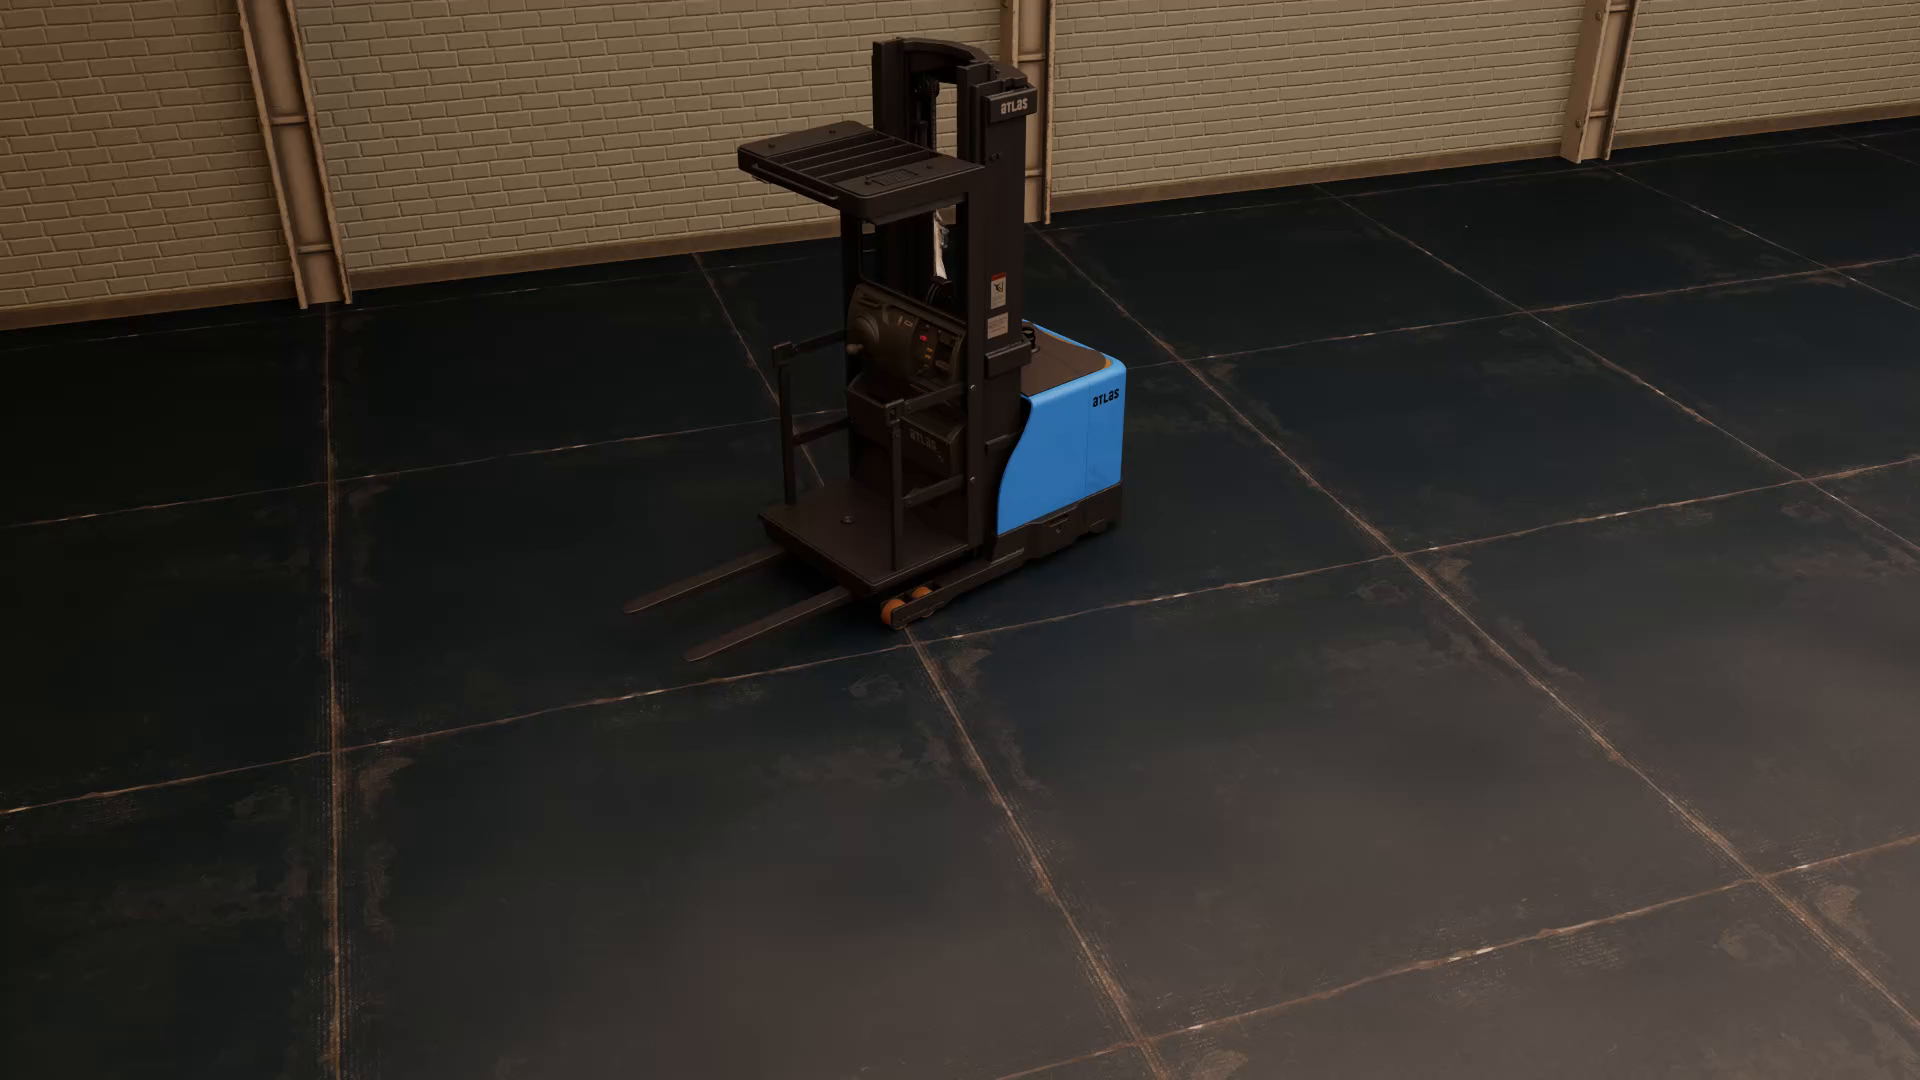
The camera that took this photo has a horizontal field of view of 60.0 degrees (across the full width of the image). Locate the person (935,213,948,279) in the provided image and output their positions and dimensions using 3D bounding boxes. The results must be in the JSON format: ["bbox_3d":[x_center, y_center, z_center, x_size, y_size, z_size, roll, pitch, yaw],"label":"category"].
[{"bbox_3d":[-0.128,-1.646,11.090,0.581,1.776,0.694,-2,30,-3],"label":"person"}]

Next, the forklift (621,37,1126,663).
[{"bbox_3d":[-0.461,-1.072,8.951,3.031,2.935,1.130,-23,37,-34],"label":"forklift"}]
